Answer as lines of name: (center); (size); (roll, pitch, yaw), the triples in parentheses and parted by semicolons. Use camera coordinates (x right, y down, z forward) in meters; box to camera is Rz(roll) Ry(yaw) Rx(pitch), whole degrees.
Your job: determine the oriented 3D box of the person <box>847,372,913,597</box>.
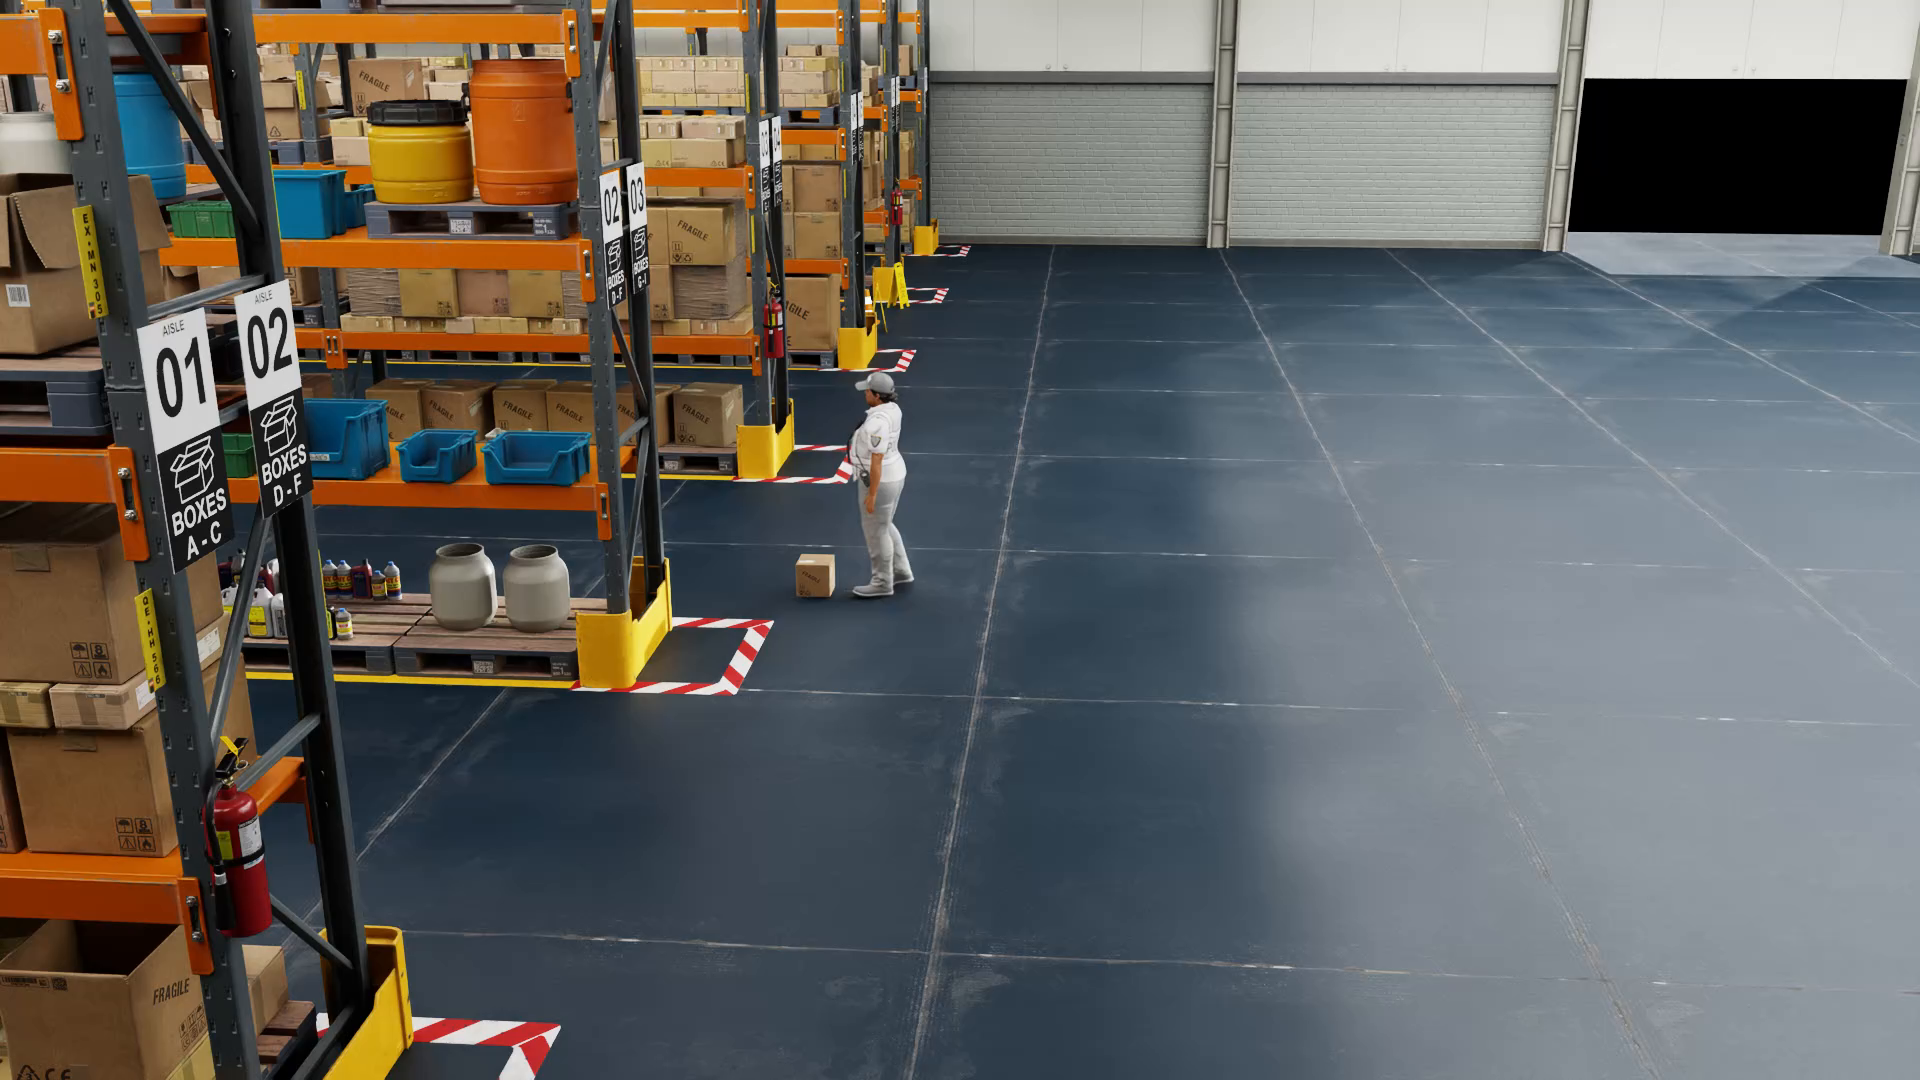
person: (-0.574, -0.404, 12.098); (0.415, 1.674, 0.531); (4, 18, 11)
